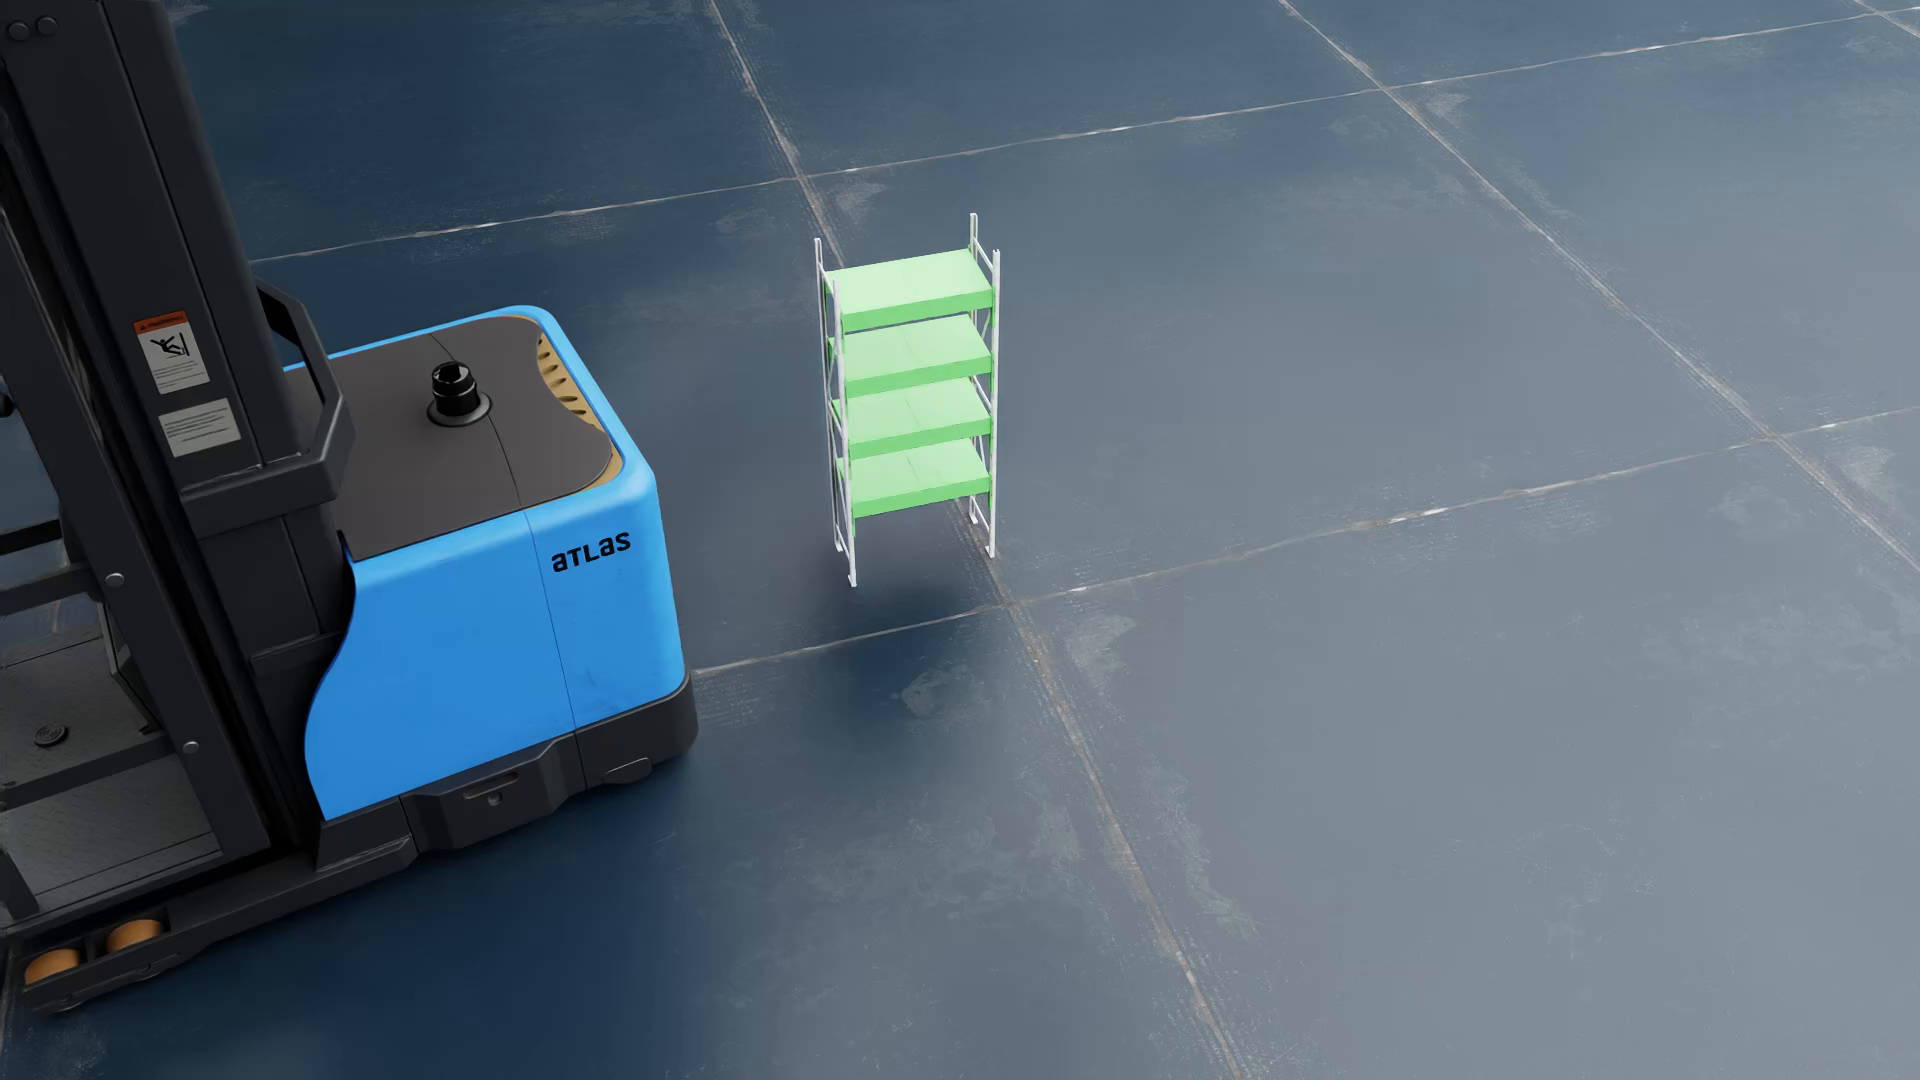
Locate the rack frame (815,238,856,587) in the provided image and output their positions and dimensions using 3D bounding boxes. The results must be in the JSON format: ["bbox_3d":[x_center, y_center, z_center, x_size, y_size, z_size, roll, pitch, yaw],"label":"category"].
[{"bbox_3d":[-0.391,-0.371,5.263,0.015,1.200,0.240,-12,42,-13],"label":"rack frame"}]

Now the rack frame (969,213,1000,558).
[{"bbox_3d":[0.075,-0.467,5.373,0.015,1.200,0.240,-12,42,-13],"label":"rack frame"}]

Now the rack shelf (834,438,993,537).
[{"bbox_3d":[-0.158,-0.190,5.518,0.480,0.148,0.258,-12,42,-13],"label":"rack shelf"}]

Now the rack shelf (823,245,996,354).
[{"bbox_3d":[-0.158,-0.732,5.044,0.480,0.148,0.258,-12,42,-13],"label":"rack shelf"}]

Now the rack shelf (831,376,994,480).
[{"bbox_3d":[-0.158,-0.371,5.360,0.480,0.148,0.258,-12,42,-13],"label":"rack shelf"}]

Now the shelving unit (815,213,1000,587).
[{"bbox_3d":[-0.158,-0.419,5.318,0.503,1.200,0.258,-12,42,-13],"label":"shelving unit"}]

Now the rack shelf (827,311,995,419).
[{"bbox_3d":[-0.158,-0.552,5.202,0.480,0.148,0.258,-12,42,-13],"label":"rack shelf"}]

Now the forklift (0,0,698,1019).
[{"bbox_3d":[-2.328,-0.275,3.837,3.031,2.935,1.130,-20,45,-21],"label":"forklift"}]
